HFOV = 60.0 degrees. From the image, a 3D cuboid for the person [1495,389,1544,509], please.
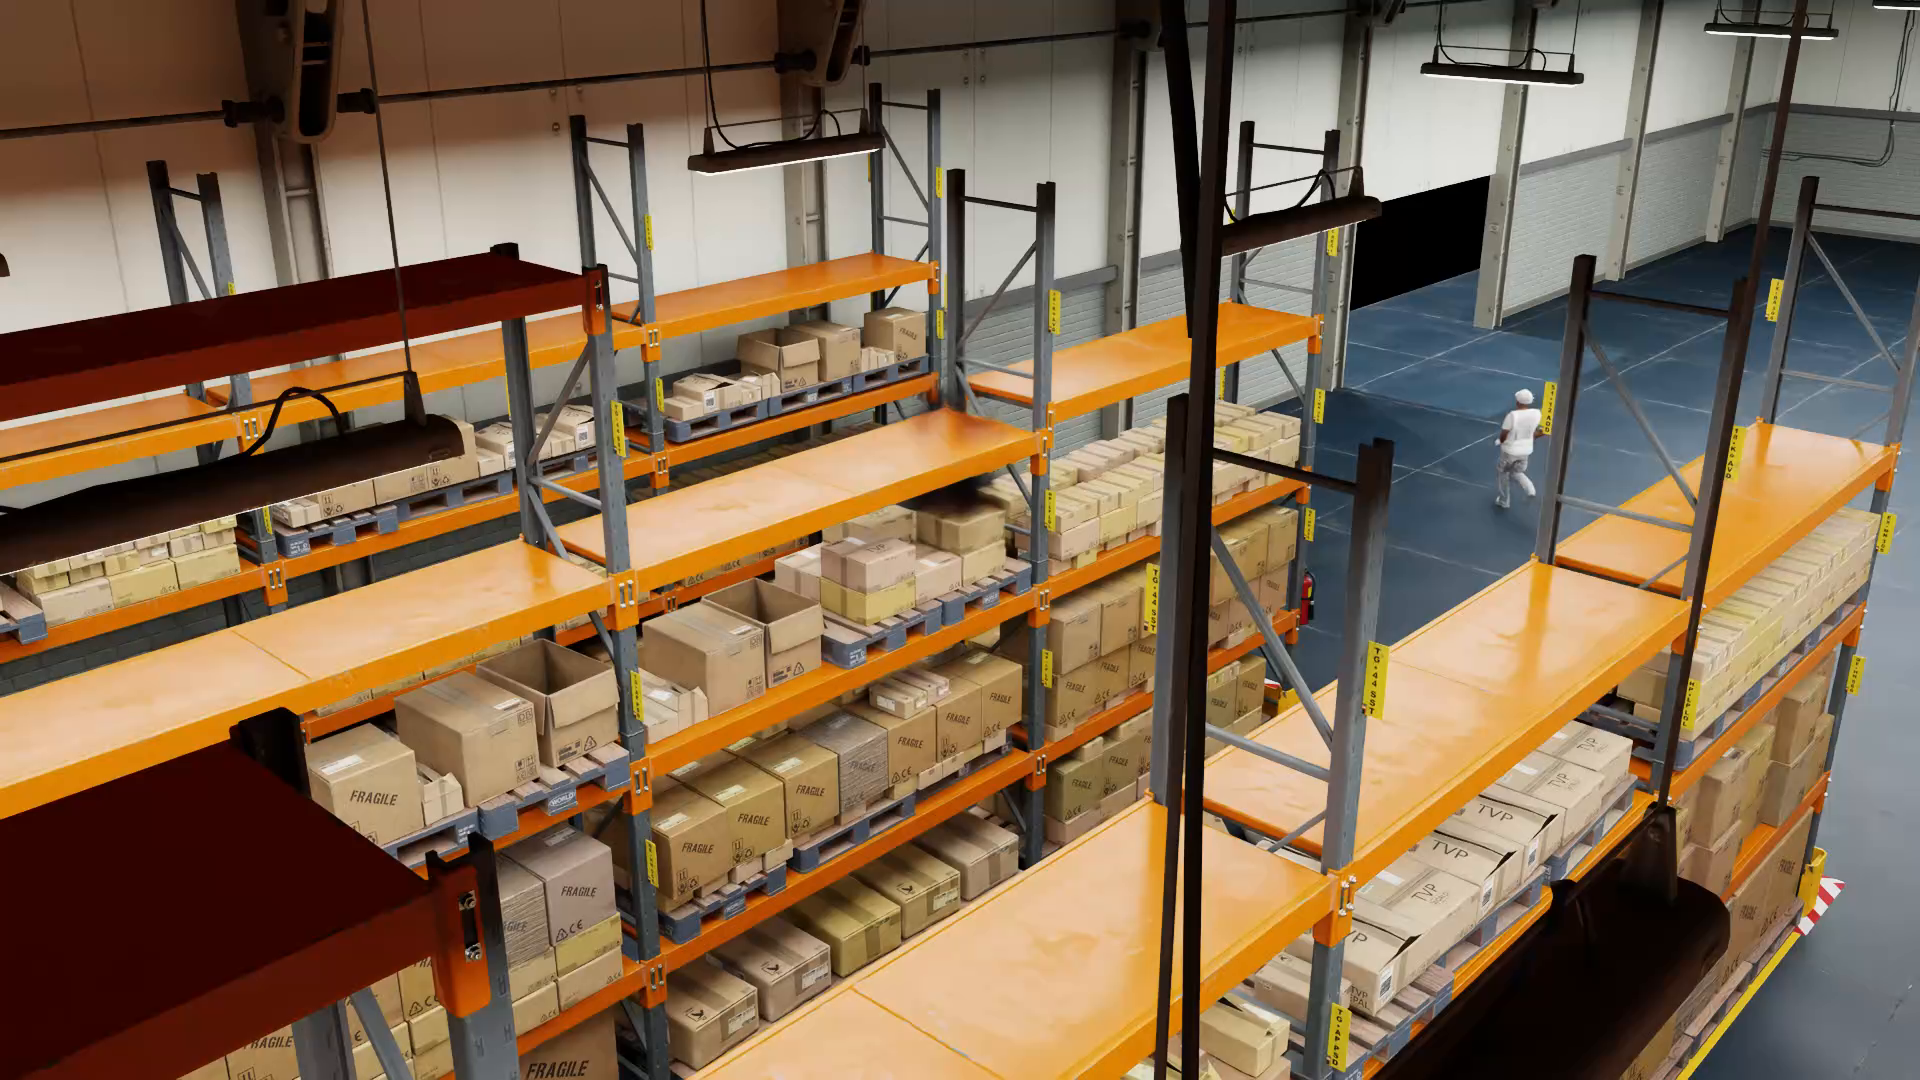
[{"bbox_3d":[7.616,-1.213,22.732,0.678,1.752,0.808,-4,22,-10],"label":"person"}]
